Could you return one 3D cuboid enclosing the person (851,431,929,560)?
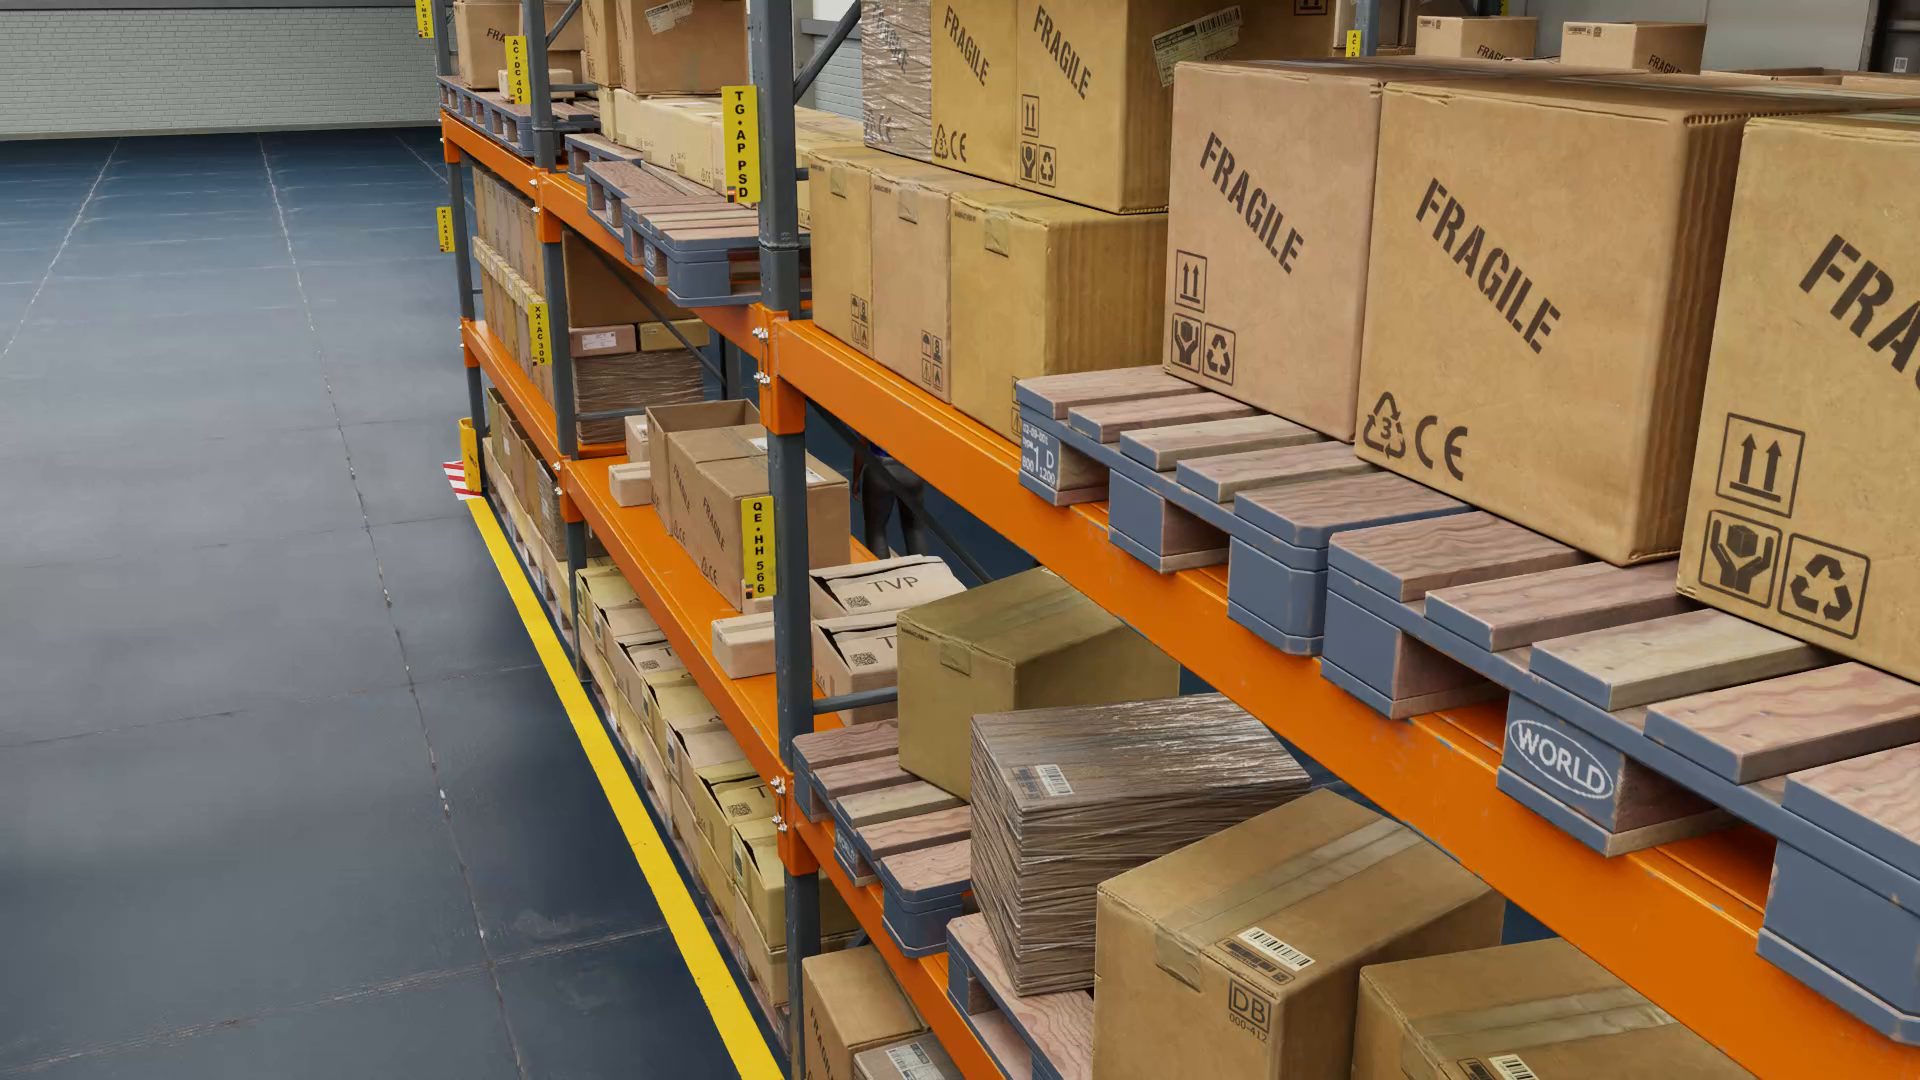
[{"bbox_3d":[-0.411,-0.390,10.203,0.531,1.656,0.346,-9,21,-24],"label":"person"}]
